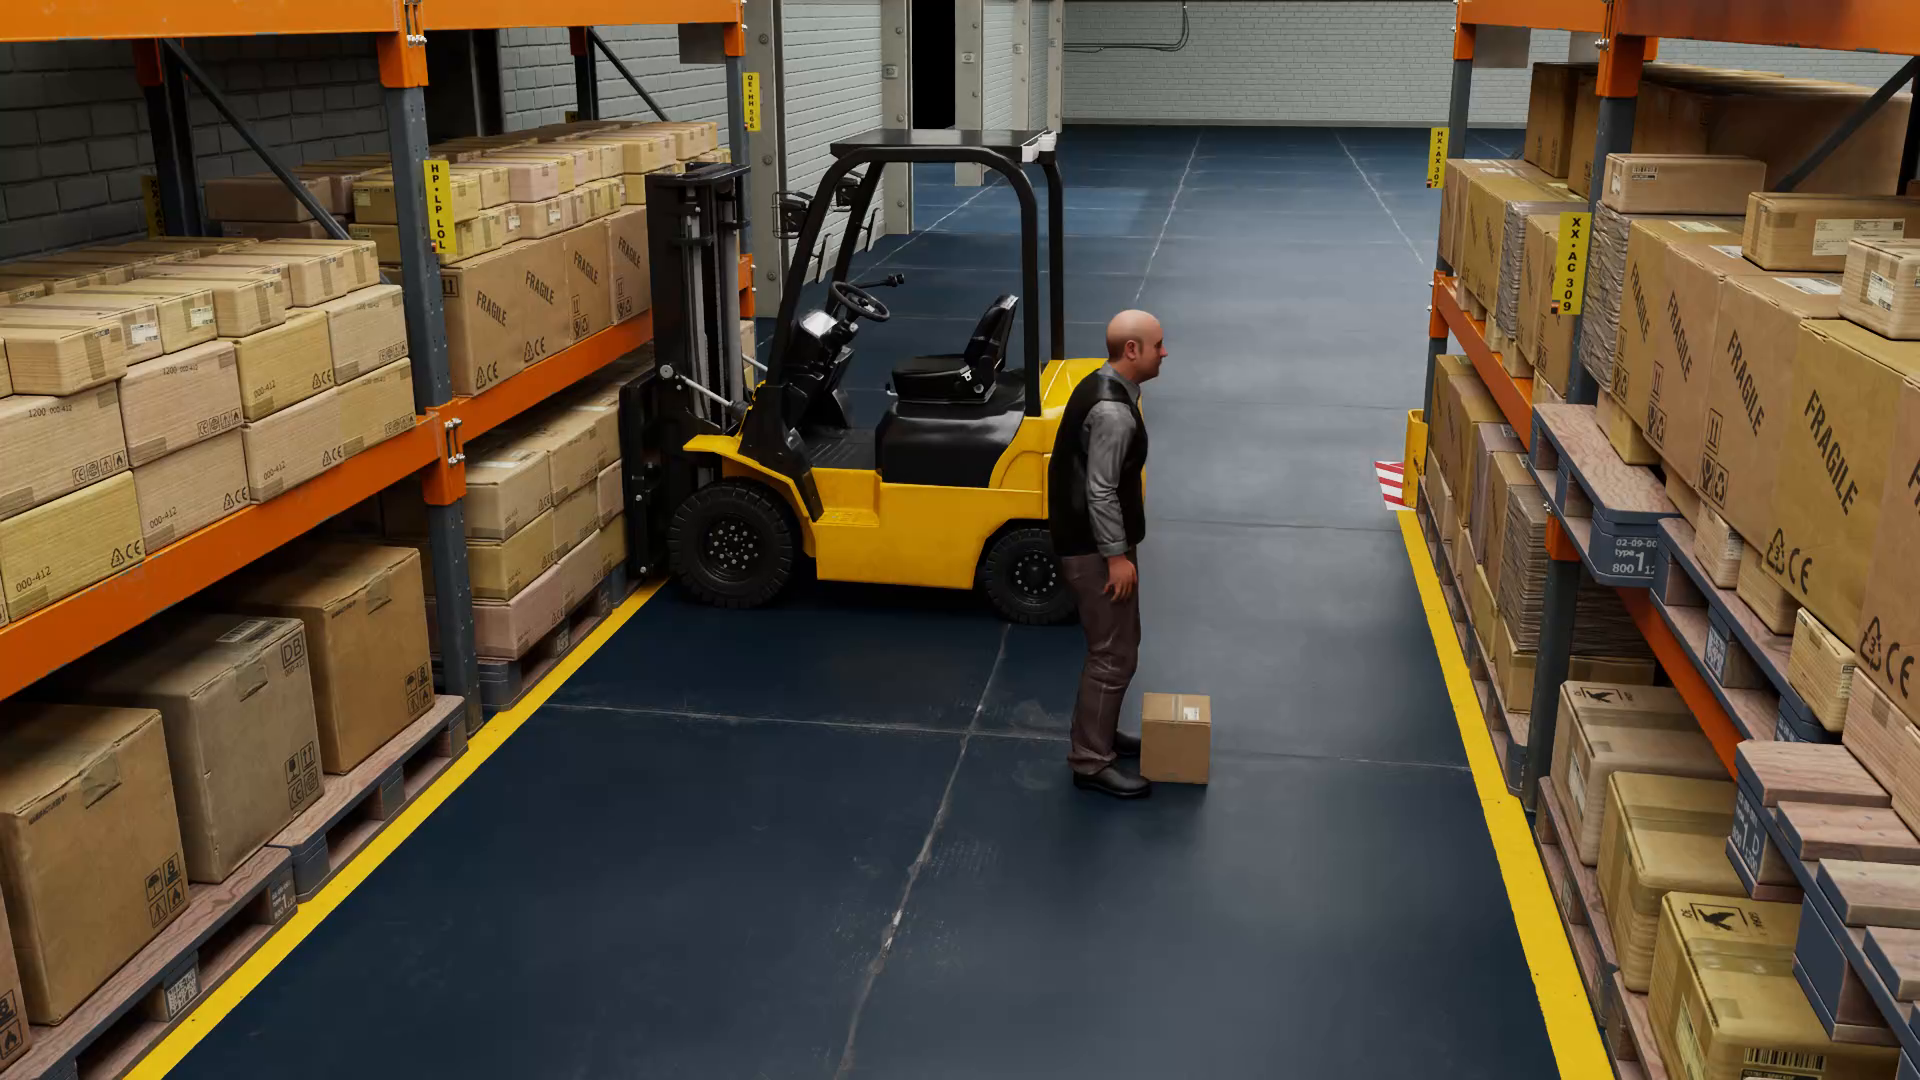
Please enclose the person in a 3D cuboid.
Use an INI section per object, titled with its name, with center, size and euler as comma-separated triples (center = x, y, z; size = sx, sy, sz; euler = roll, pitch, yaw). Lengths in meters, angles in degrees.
[person]
center = 0.523, 0.025, 6.015
size = 0.421, 1.720, 0.593
euler = 2, 18, 5
